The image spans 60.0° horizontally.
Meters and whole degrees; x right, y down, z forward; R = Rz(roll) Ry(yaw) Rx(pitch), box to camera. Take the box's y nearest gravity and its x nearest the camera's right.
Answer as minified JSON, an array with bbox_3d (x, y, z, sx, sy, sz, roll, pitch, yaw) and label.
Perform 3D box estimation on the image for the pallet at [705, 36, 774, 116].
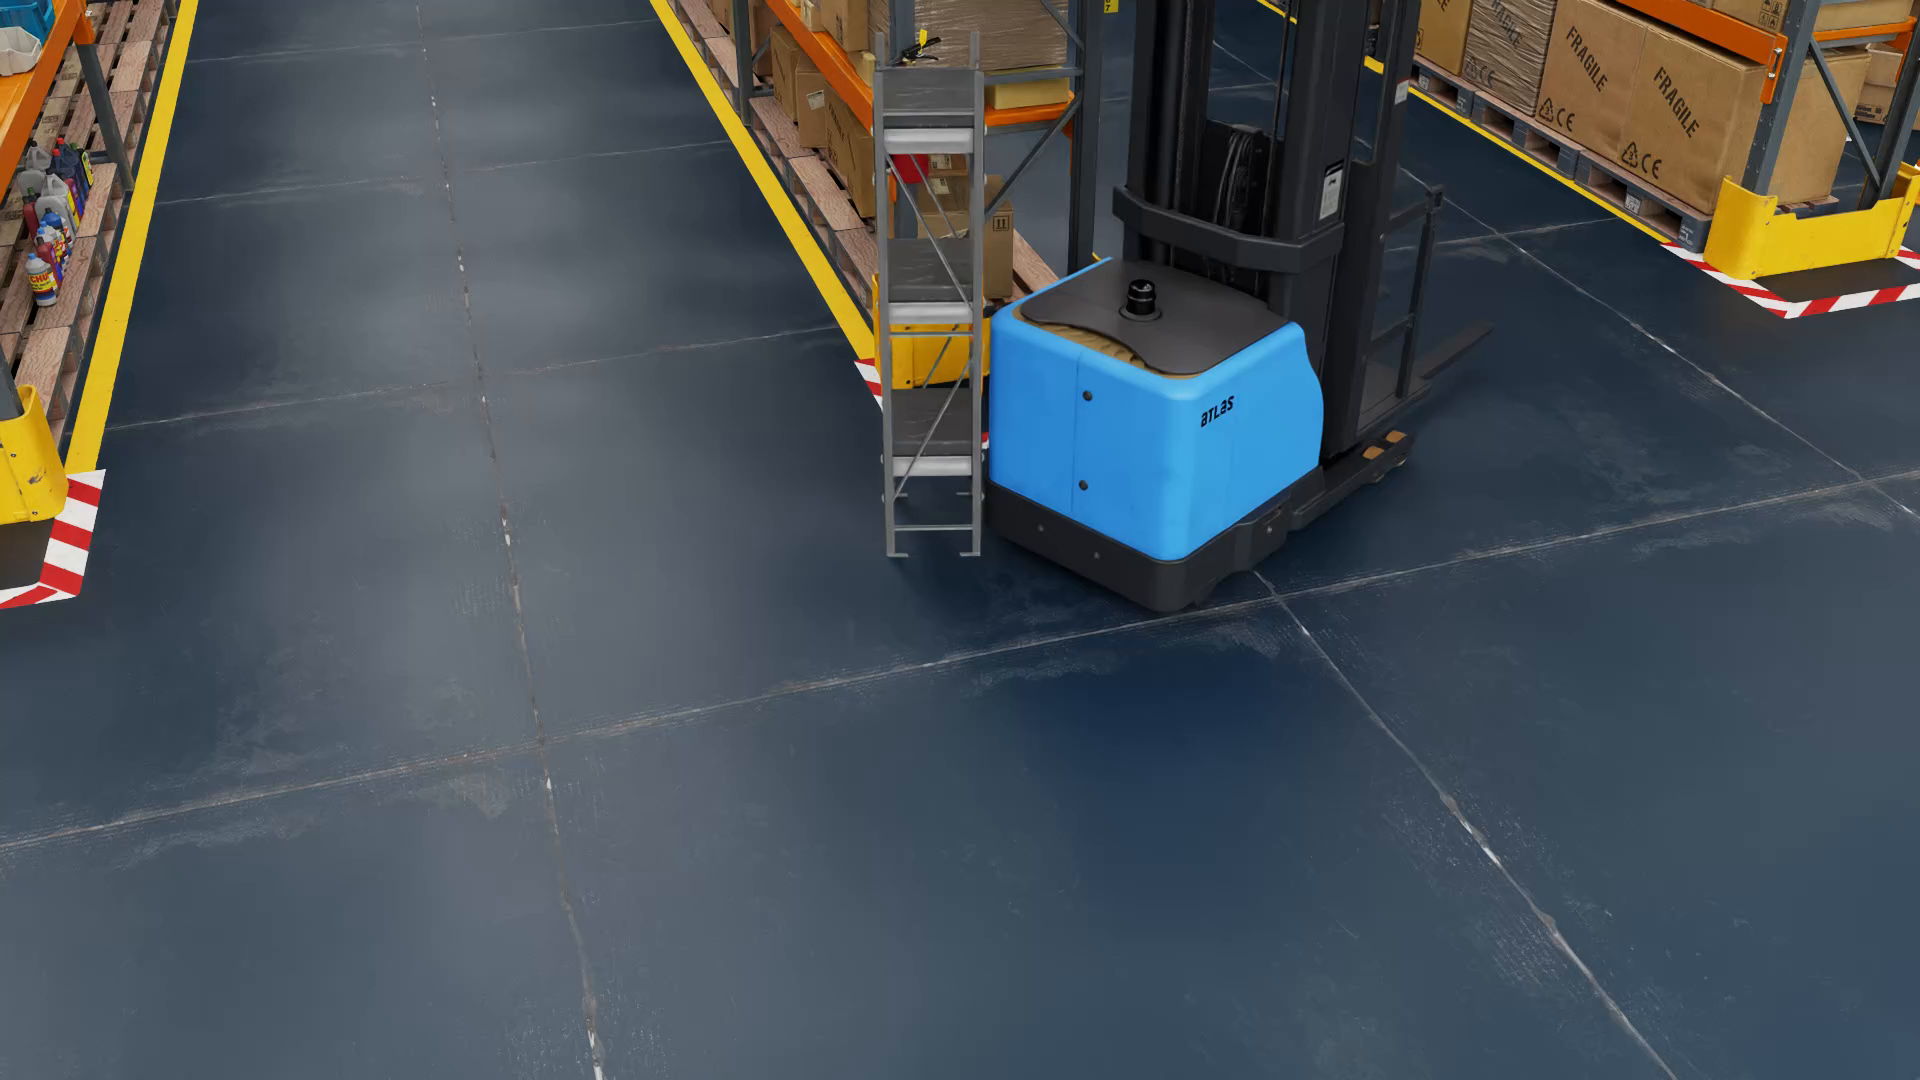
[{"bbox_3d":[-1.285,-3.492,12.343,1.003,0.211,1.213,-10,35,-15],"label":"pallet"}]

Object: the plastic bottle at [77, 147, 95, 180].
[{"bbox_3d":[-5.356,-2.292,10.137,0.097,0.201,0.097,0,33,0],"label":"plastic bottle"}]

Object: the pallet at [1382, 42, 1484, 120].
[{"bbox_3d":[3.865,-3.452,12.283,1.003,0.211,1.213,-10,35,-15],"label":"pallet"}]

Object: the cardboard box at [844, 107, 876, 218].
[{"bbox_3d":[-0.389,-2.250,9.820,0.500,0.500,0.500,-7,34,-10],"label":"cardboard box"}]

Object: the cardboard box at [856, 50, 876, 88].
[{"bbox_3d":[-0.311,-2.411,8.405,0.380,0.149,0.250,-10,35,-15],"label":"cardboard box"}]

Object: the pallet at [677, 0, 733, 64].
[{"bbox_3d":[-1.661,-4.134,13.314,1.003,0.211,1.213,-10,35,-15],"label":"pallet"}]

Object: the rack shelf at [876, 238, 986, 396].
[{"bbox_3d":[-0.120,-0.931,6.779,0.431,0.518,0.480,-1,33,-1],"label":"rack shelf"}]

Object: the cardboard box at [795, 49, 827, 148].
[{"bbox_3d":[-0.781,-2.863,10.748,0.500,0.500,0.500,0,33,1],"label":"cardboard box"}]

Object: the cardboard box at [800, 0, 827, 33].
[{"bbox_3d":[-0.667,-2.927,9.186,0.380,0.149,0.250,-10,35,-15],"label":"cardboard box"}]

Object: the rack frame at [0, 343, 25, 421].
[{"bbox_3d":[-4.543,-1.314,6.517,1.000,3.000,0.127,-10,35,-15],"label":"rack frame"}]

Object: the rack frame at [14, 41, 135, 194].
[{"bbox_3d":[-5.763,-3.414,9.696,1.000,3.000,0.127,-10,35,-15],"label":"rack frame"}]

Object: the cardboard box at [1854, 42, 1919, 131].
[{"bbox_3d":[6.665,-3.268,11.739,0.637,0.503,0.797,19,38,26],"label":"cardboard box"}]

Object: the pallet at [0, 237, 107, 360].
[{"bbox_3d":[-5.222,-1.249,8.949,1.003,0.211,1.213,-10,35,-15],"label":"pallet"}]

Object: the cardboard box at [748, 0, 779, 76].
[{"bbox_3d":[-1.213,-3.714,12.017,0.700,0.500,0.500,-13,36,-18],"label":"cardboard box"}]

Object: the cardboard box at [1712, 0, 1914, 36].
[{"bbox_3d":[4.772,-3.178,9.202,0.875,0.550,0.550,-10,35,-15],"label":"cardboard box"}]

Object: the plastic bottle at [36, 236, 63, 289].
[{"bbox_3d":[-4.851,-1.490,8.849,0.061,0.283,0.133,-9,35,-14],"label":"plastic bottle"}]

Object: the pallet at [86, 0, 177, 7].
[{"bbox_3d":[-7.264,-4.758,14.258,1.003,0.211,1.213,-10,35,-15],"label":"pallet"}]

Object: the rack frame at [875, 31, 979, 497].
[{"bbox_3d":[-0.126,-1.077,6.975,0.400,2.100,0.015,-1,33,-1],"label":"rack frame"}]

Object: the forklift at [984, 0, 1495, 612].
[{"bbox_3d":[1.475,-1.658,7.100,1.130,2.935,3.031,27,42,34],"label":"forklift"}]

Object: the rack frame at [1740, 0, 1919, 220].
[{"bbox_3d":[4.928,-2.928,8.960,1.000,3.000,0.127,-10,35,-15],"label":"rack frame"}]

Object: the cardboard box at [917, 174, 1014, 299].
[{"bbox_3d":[-0.001,-1.610,8.852,0.500,0.500,0.500,-4,34,-6],"label":"cardboard box"}]

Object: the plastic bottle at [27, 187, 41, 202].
[{"bbox_3d":[-5.225,-1.874,9.429,0.061,0.283,0.133,-10,35,-15],"label":"plastic bottle"}]

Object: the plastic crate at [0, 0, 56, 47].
[{"bbox_3d":[-5.167,-2.817,8.926,0.499,0.251,0.616,-10,35,-15],"label":"plastic crate"}]

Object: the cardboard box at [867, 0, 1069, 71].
[{"bbox_3d":[0.032,-2.606,8.112,0.875,0.500,0.500,-10,35,-15],"label":"cardboard box"}]

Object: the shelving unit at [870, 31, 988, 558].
[{"bbox_3d":[-0.120,-0.943,6.771,0.431,2.100,0.503,-1,33,-1],"label":"shelving unit"}]

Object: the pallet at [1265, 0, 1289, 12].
[{"bbox_3d":[3.025,-4.899,14.472,1.003,0.211,1.213,-10,35,-15],"label":"pallet"}]

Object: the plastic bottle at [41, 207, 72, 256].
[{"bbox_3d":[-4.996,-1.702,9.181,0.097,0.271,0.097,0,33,0],"label":"plastic bottle"}]

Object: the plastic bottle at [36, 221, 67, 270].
[{"bbox_3d":[-4.935,-1.596,9.020,0.097,0.271,0.097,0,33,0],"label":"plastic bottle"}]

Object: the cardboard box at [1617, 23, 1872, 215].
[{"bbox_3d":[4.658,-2.561,9.952,0.875,0.875,0.875,-10,35,-14],"label":"cardboard box"}]

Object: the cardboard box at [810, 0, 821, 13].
[{"bbox_3d":[-0.346,-3.118,8.887,0.875,0.500,0.500,-10,35,-15],"label":"cardboard box"}]

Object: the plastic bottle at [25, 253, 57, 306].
[{"bbox_3d":[-4.799,-1.363,8.668,0.097,0.271,0.097,0,33,0],"label":"plastic bottle"}]

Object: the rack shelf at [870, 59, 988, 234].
[{"bbox_3d":[-0.120,-1.515,6.393,0.431,0.518,0.480,-1,33,-1],"label":"rack shelf"}]

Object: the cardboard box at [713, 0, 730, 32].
[{"bbox_3d":[-1.512,-4.261,12.845,0.700,0.500,0.500,-13,36,-19],"label":"cardboard box"}]

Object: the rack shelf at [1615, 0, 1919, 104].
[{"bbox_3d":[4.318,-3.678,10.747,1.077,0.370,4.000,-10,35,-15],"label":"rack shelf"}]

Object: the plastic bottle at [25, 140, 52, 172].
[{"bbox_3d":[-5.430,-2.178,9.830,0.144,0.351,0.185,-10,35,-15],"label":"plastic bottle"}]

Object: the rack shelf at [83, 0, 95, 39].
[{"bbox_3d":[-6.373,-4.164,11.483,1.077,0.370,4.000,-10,35,-15],"label":"rack shelf"}]

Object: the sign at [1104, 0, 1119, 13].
[{"bbox_3d":[0.690,-2.599,7.677,0.100,0.325,0.005,-10,35,-15],"label":"sign"}]

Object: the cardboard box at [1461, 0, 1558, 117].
[{"bbox_3d":[4.112,-3.502,11.375,0.875,0.875,0.875,-10,35,-14],"label":"cardboard box"}]

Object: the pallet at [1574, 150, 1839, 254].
[{"bbox_3d":[4.610,-2.171,10.344,1.003,0.211,1.213,-10,35,-15],"label":"pallet"}]

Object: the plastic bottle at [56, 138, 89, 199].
[{"bbox_3d":[-5.292,-2.203,9.866,0.144,0.351,0.185,-11,35,-16],"label":"plastic bottle"}]

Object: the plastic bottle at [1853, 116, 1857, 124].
[{"bbox_3d":[6.142,-2.978,11.701,0.133,0.061,0.283,-23,40,-31],"label":"plastic bottle"}]

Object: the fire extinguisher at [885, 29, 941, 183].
[{"bbox_3d":[-0.230,-1.977,7.591,0.296,0.674,0.183,-10,35,-15],"label":"fire extinguisher"}]

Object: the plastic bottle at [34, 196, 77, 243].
[{"bbox_3d":[-5.090,-1.815,9.348,0.152,0.276,0.135,-9,35,-14],"label":"plastic bottle"}]

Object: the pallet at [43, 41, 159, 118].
[{"bbox_3d":[-6.416,-3.298,12.050,1.003,0.211,1.213,-10,35,-15],"label":"pallet"}]

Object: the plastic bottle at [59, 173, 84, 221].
[{"bbox_3d":[-5.144,-1.995,9.614,0.061,0.283,0.133,-8,34,-12],"label":"plastic bottle"}]

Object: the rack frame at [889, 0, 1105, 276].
[{"bbox_3d":[0.174,-2.147,7.778,1.000,3.000,0.127,-10,35,-15],"label":"rack frame"}]

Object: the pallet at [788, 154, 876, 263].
[{"bbox_3d":[-0.432,-2.095,10.229,1.003,0.211,1.213,-10,35,-15],"label":"pallet"}]

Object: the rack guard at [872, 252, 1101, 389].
[{"bbox_3d":[0.151,-1.144,8.527,1.175,0.500,0.348,-10,35,-15],"label":"rack guard"}]
